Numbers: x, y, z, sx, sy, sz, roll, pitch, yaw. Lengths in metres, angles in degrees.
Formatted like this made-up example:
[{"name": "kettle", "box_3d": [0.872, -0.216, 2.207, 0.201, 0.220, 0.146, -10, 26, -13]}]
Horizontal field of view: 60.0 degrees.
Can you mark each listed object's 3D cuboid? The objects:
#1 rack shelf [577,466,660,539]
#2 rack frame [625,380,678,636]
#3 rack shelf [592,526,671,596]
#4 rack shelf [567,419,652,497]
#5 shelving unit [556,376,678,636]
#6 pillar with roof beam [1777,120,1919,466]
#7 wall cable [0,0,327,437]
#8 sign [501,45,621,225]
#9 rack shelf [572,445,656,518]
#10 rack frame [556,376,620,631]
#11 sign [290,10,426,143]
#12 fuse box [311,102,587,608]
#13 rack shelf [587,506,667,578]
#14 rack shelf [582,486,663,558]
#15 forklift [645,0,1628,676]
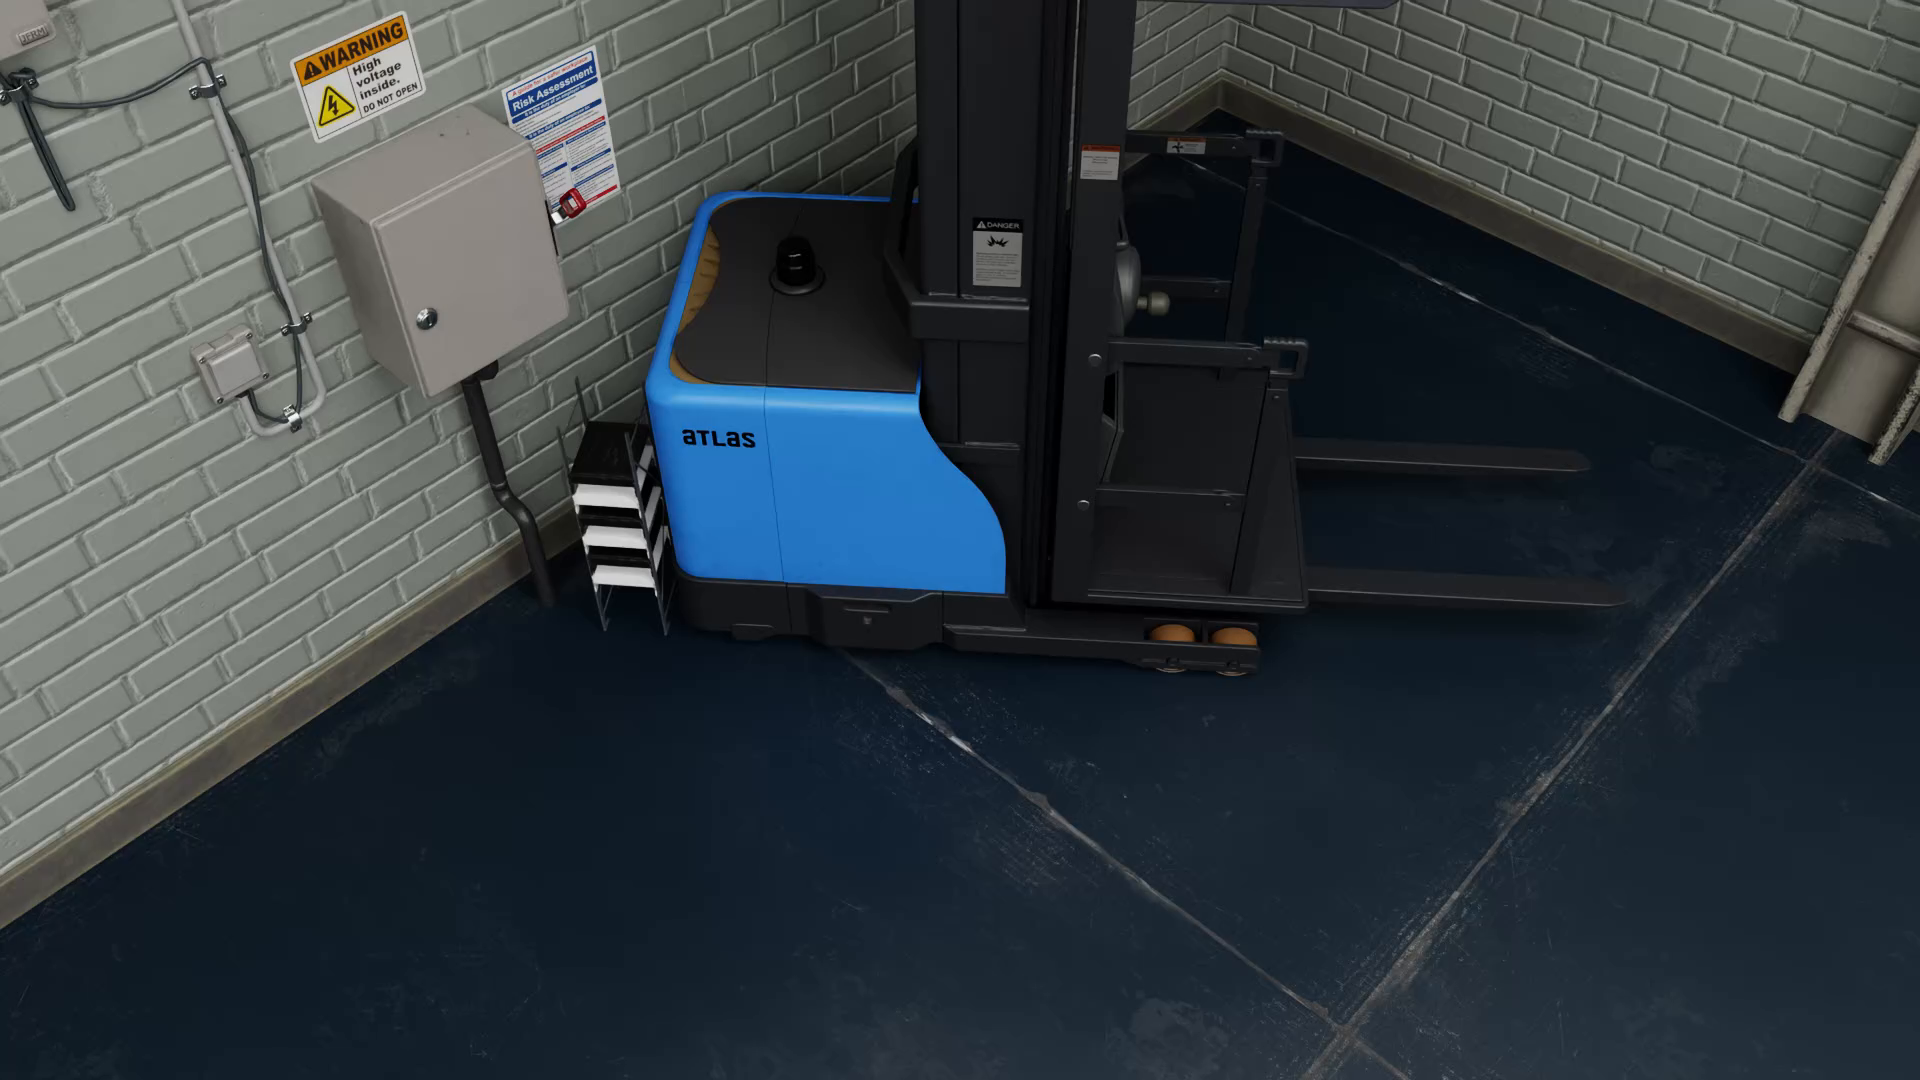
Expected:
[{"name": "rack shelf", "box_3d": [-1.056, -0.127, 5.174, 0.200, 0.077, 0.258, 4, 47, 4]}, {"name": "rack frame", "box_3d": [-0.954, -0.081, 5.209, 0.006, 0.900, 0.240, 4, 47, 4]}, {"name": "rack shelf", "box_3d": [-1.056, 0.058, 5.371, 0.200, 0.077, 0.258, 4, 47, 4]}, {"name": "rack shelf", "box_3d": [-1.056, -0.250, 5.043, 0.200, 0.077, 0.258, 4, 47, 4]}, {"name": "shelving unit", "box_3d": [-1.056, -0.088, 5.215, 0.210, 0.900, 0.258, 4, 47, 4]}, {"name": "pillar with roof beam", "box_3d": [0.365, -1.219, 0.722, 0.400, 9.000, 9.100, 34, 55, 28]}, {"name": "wall cable", "box_3d": [-1.915, -0.883, 3.825, 0.122, 1.984, 0.588, 34, 55, 28]}, {"name": "sign", "box_3d": [-1.154, -1.158, 4.845, 0.001, 0.494, 0.329, 34, 55, 28]}, {"name": "rack shelf", "box_3d": [-1.056, -0.189, 5.109, 0.200, 0.077, 0.258, 4, 47, 4]}, {"name": "rack frame", "box_3d": [-1.157, -0.095, 5.222, 0.006, 0.900, 0.240, 4, 47, 4]}, {"name": "sign", "box_3d": [-1.526, -1.179, 4.233, 0.001, 0.242, 0.339, 34, 55, 28]}, {"name": "fuse box", "box_3d": [-1.336, -0.382, 4.935, 0.414, 1.711, 0.539, 34, 55, 28]}, {"name": "rack shelf", "box_3d": [-1.056, -0.004, 5.305, 0.200, 0.077, 0.258, 4, 47, 4]}, {"name": "rack shelf", "box_3d": [-1.056, -0.065, 5.240, 0.200, 0.077, 0.258, 4, 47, 4]}, {"name": "forklift", "box_3d": [0.627, -0.971, 4.651, 3.031, 2.935, 1.130, 3, 47, 3]}]
